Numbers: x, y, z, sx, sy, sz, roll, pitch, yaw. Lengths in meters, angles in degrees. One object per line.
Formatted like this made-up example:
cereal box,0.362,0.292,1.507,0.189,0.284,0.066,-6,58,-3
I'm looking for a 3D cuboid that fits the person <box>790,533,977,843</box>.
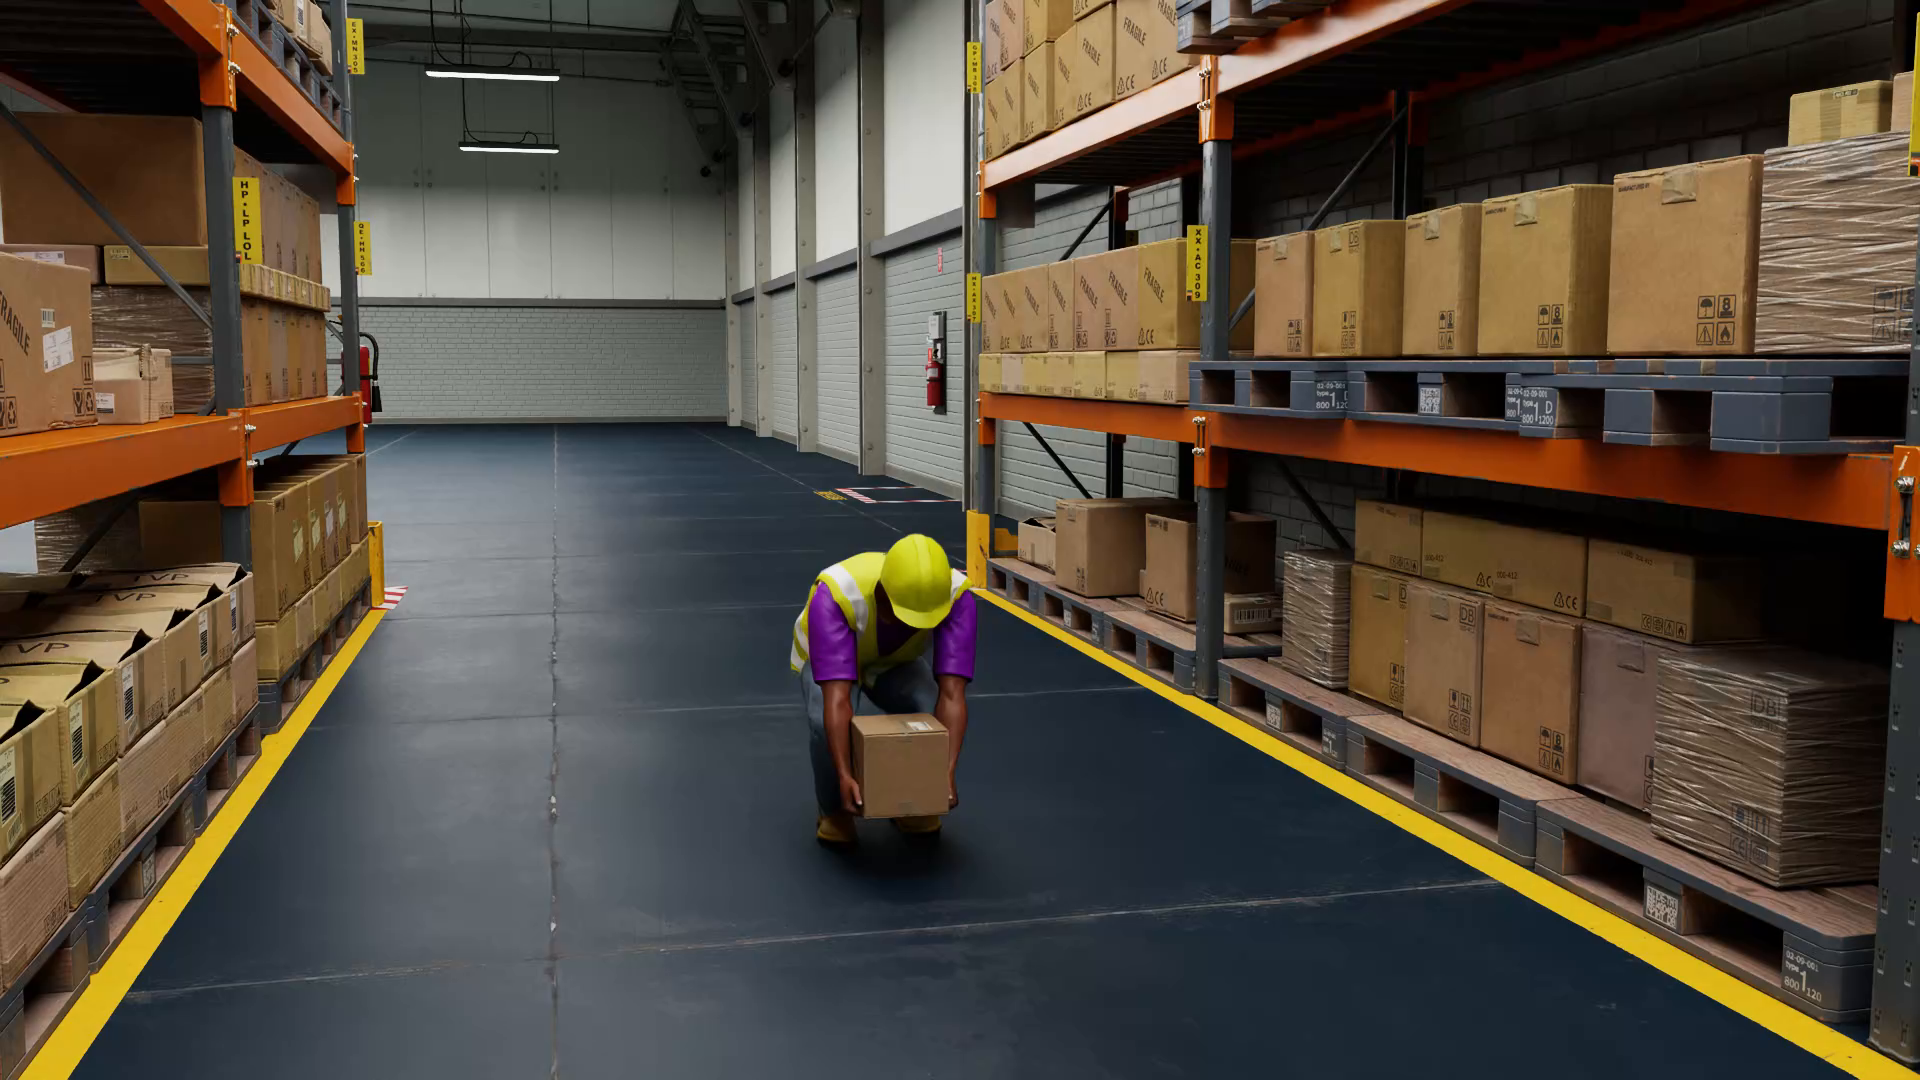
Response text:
person,-0.231,0.452,5.204,0.536,1.011,0.904,-2,6,-15
